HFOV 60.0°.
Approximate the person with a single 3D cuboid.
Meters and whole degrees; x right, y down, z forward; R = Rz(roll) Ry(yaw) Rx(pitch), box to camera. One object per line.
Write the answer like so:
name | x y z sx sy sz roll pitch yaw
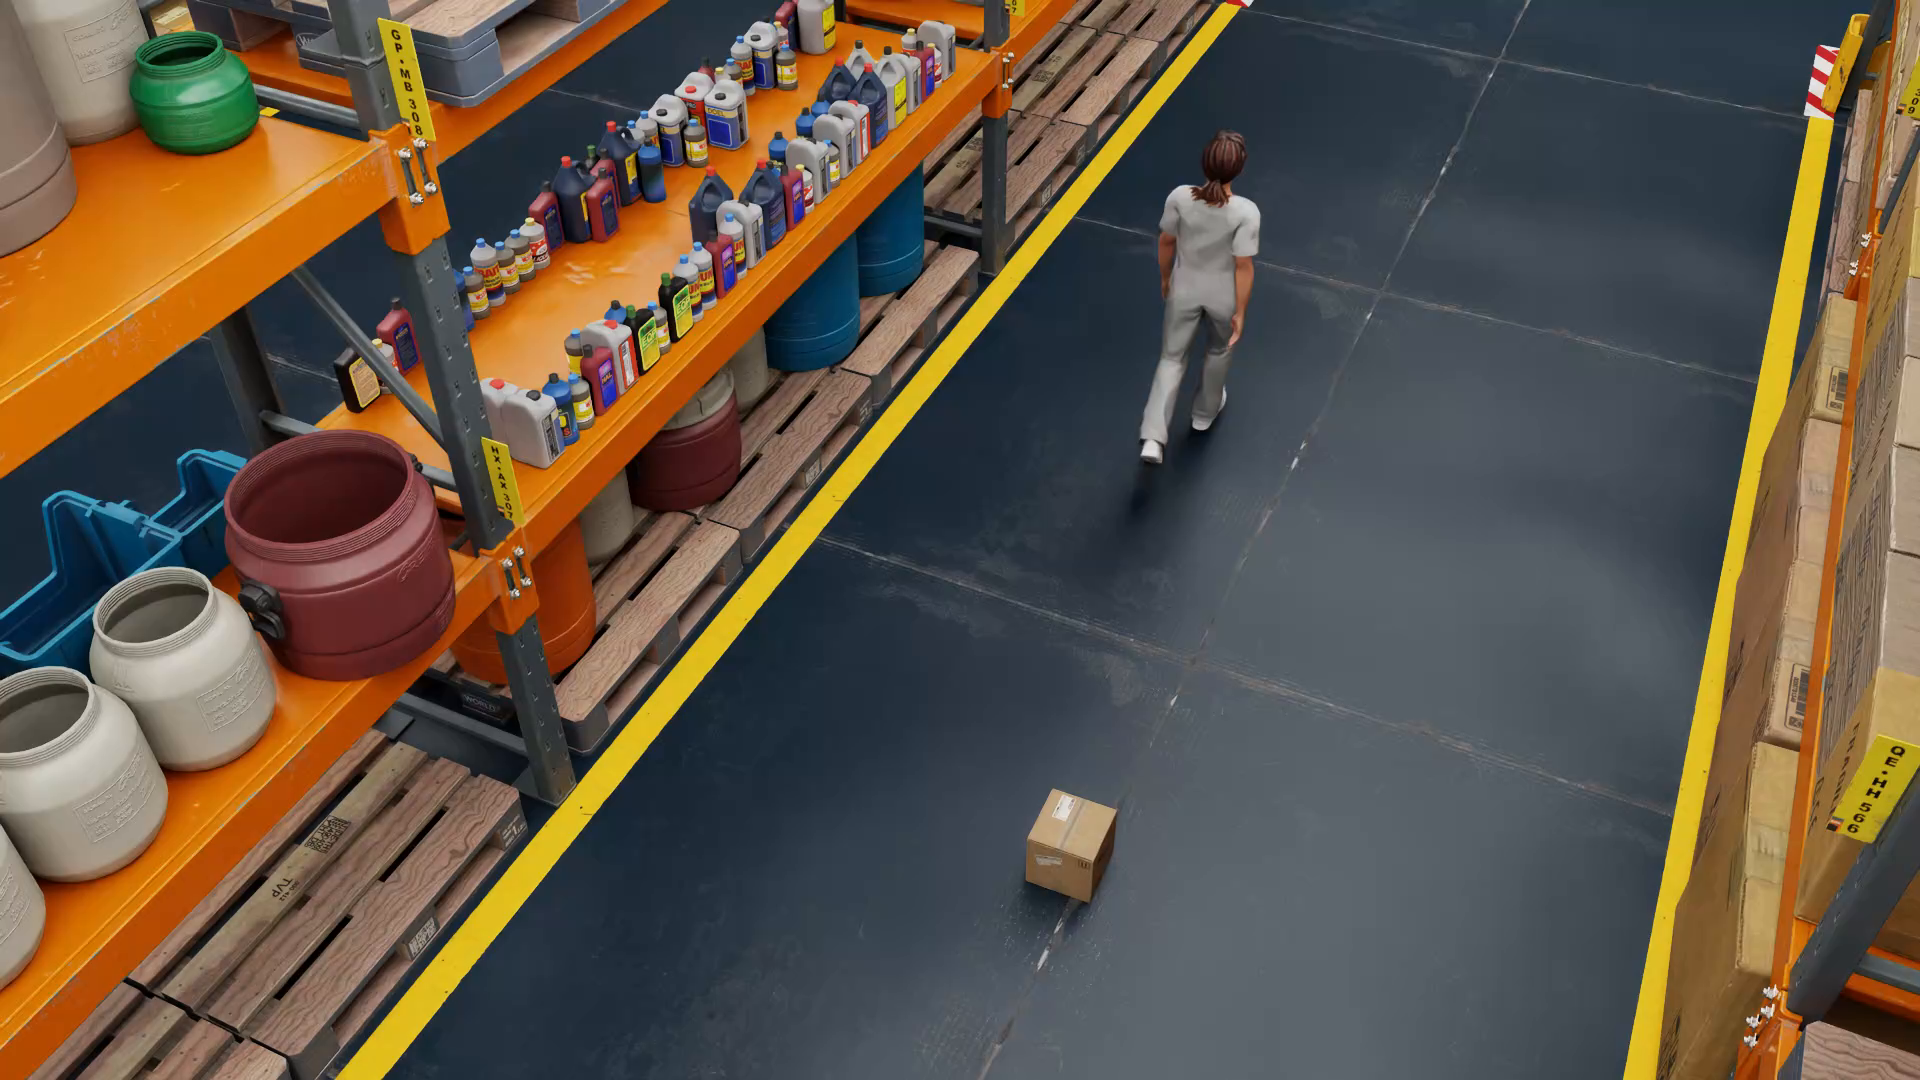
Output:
person | 1.056 -1.048 7.313 0.452 1.632 0.886 15 44 16
